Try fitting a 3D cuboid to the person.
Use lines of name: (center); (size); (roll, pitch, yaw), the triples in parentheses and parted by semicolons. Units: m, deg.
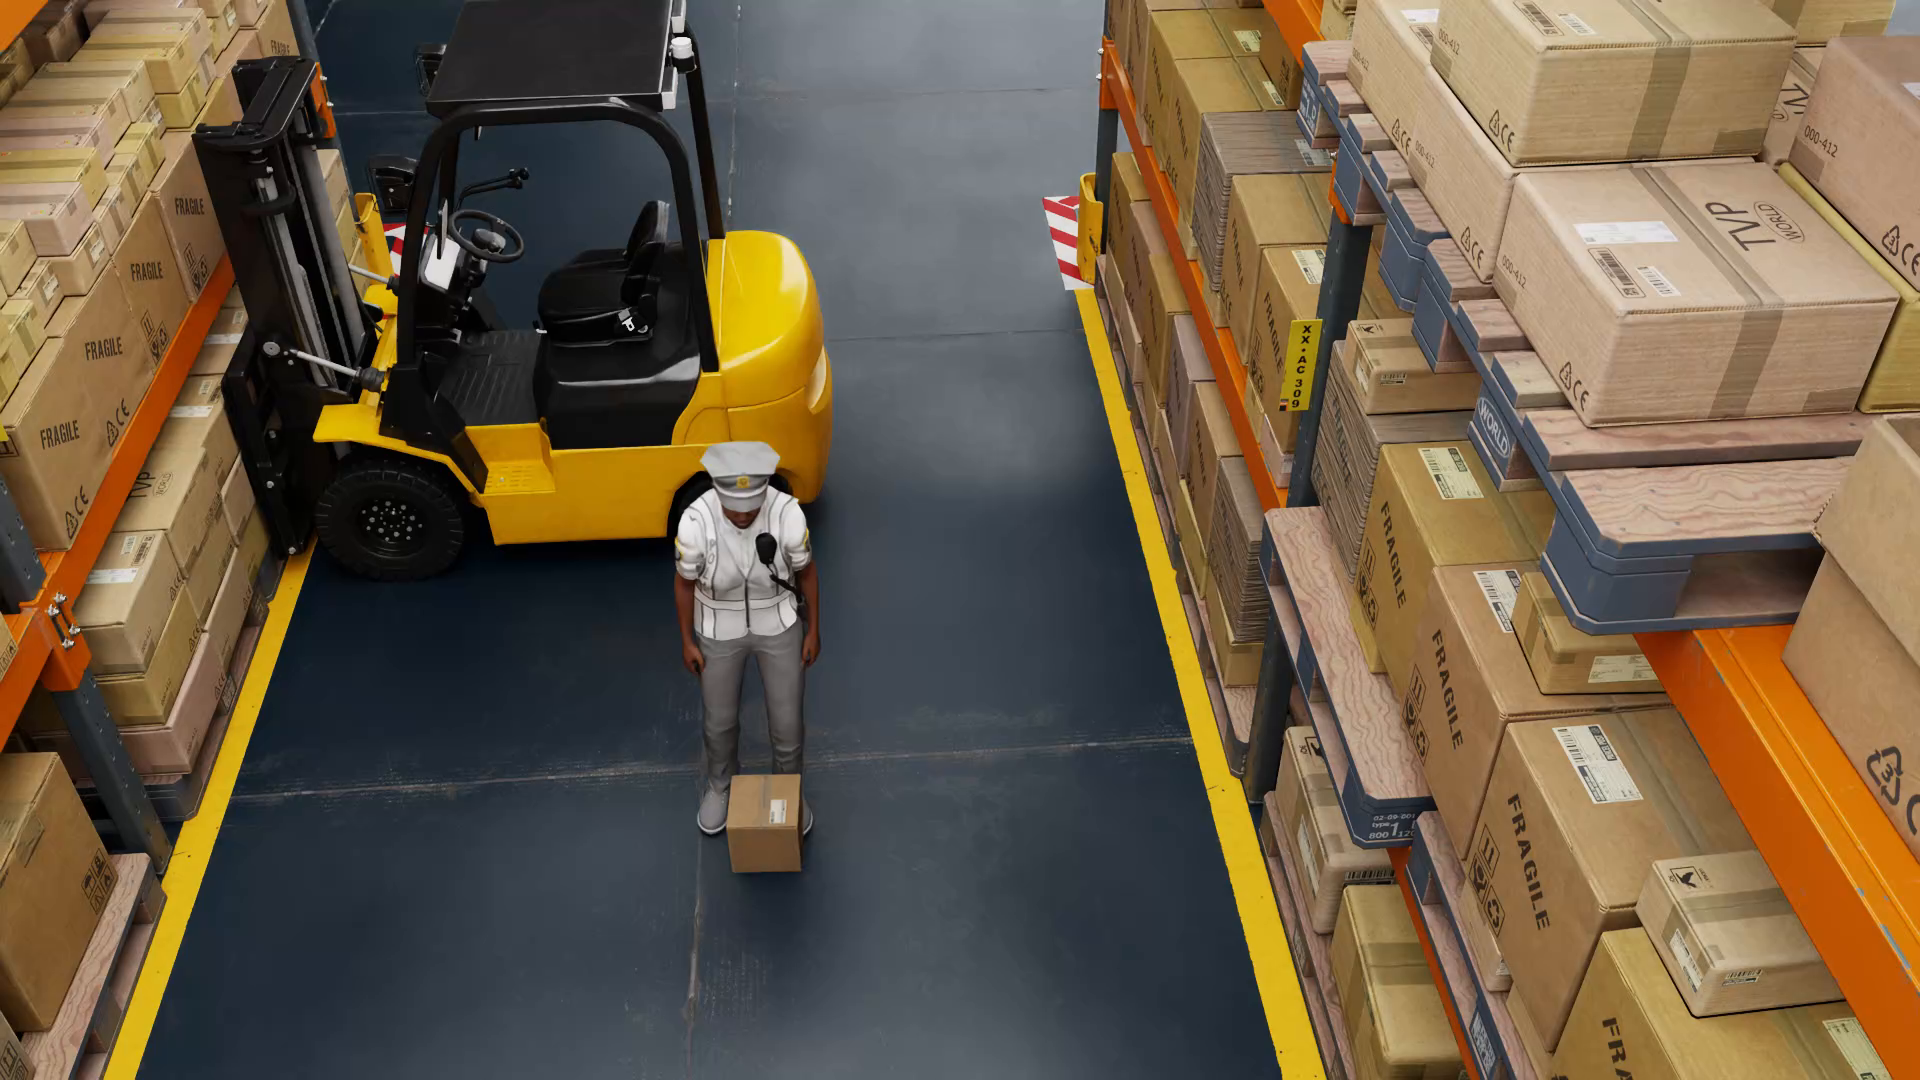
person: (-0.730, 0.341, 5.742); (0.513, 1.656, 0.426); (-5, 40, -6)
